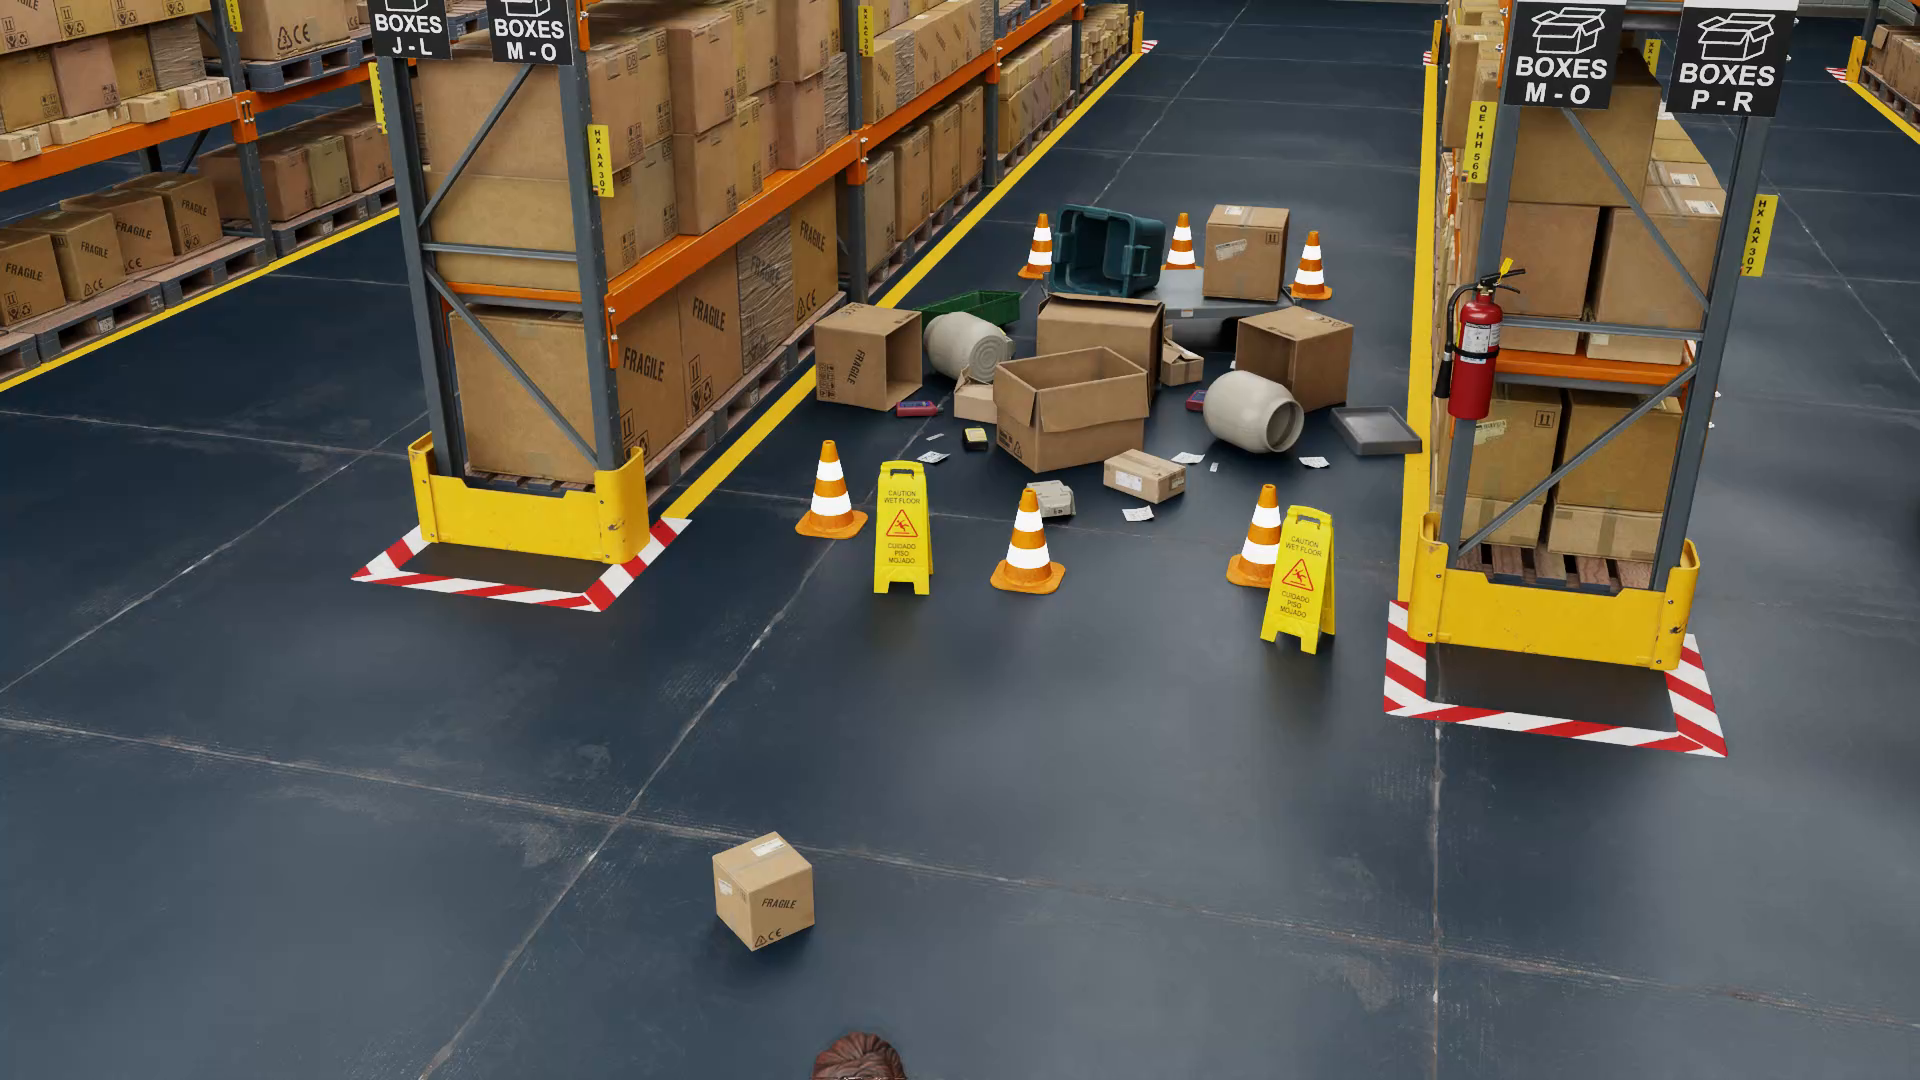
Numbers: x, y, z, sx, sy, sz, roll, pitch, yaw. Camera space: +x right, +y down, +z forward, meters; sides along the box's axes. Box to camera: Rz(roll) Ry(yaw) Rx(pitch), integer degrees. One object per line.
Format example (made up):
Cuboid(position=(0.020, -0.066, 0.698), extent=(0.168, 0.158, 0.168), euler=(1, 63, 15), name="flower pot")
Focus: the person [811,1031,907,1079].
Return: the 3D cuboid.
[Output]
Cuboid(position=(-0.152, 1.614, 3.163), extent=(0.455, 1.660, 0.503), euler=(-2, 26, -4), name="person")
